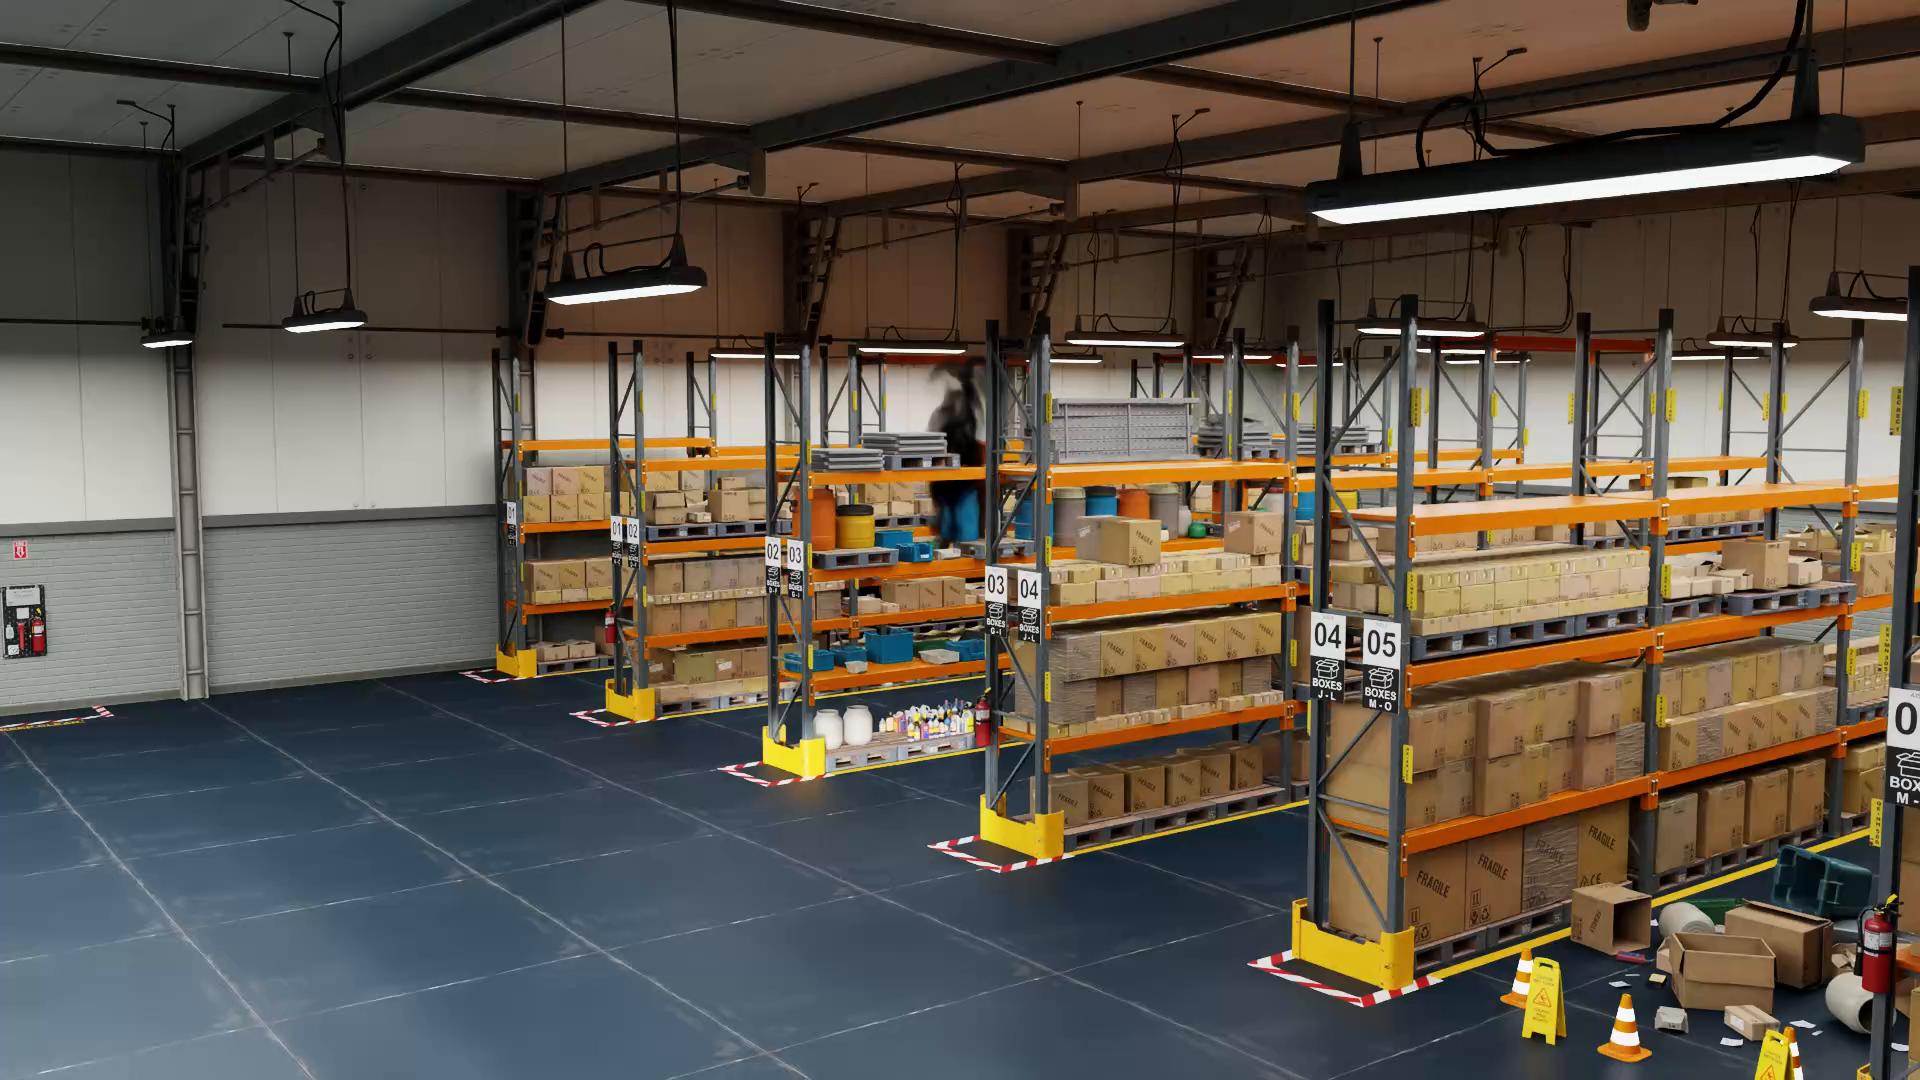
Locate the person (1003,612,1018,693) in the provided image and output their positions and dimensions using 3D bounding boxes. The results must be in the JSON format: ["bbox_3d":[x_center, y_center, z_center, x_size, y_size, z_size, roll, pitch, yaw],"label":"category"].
[{"bbox_3d":[1.043,1.628,27.438,0.909,1.772,0.707,-5,7,-43],"label":"person"}]
